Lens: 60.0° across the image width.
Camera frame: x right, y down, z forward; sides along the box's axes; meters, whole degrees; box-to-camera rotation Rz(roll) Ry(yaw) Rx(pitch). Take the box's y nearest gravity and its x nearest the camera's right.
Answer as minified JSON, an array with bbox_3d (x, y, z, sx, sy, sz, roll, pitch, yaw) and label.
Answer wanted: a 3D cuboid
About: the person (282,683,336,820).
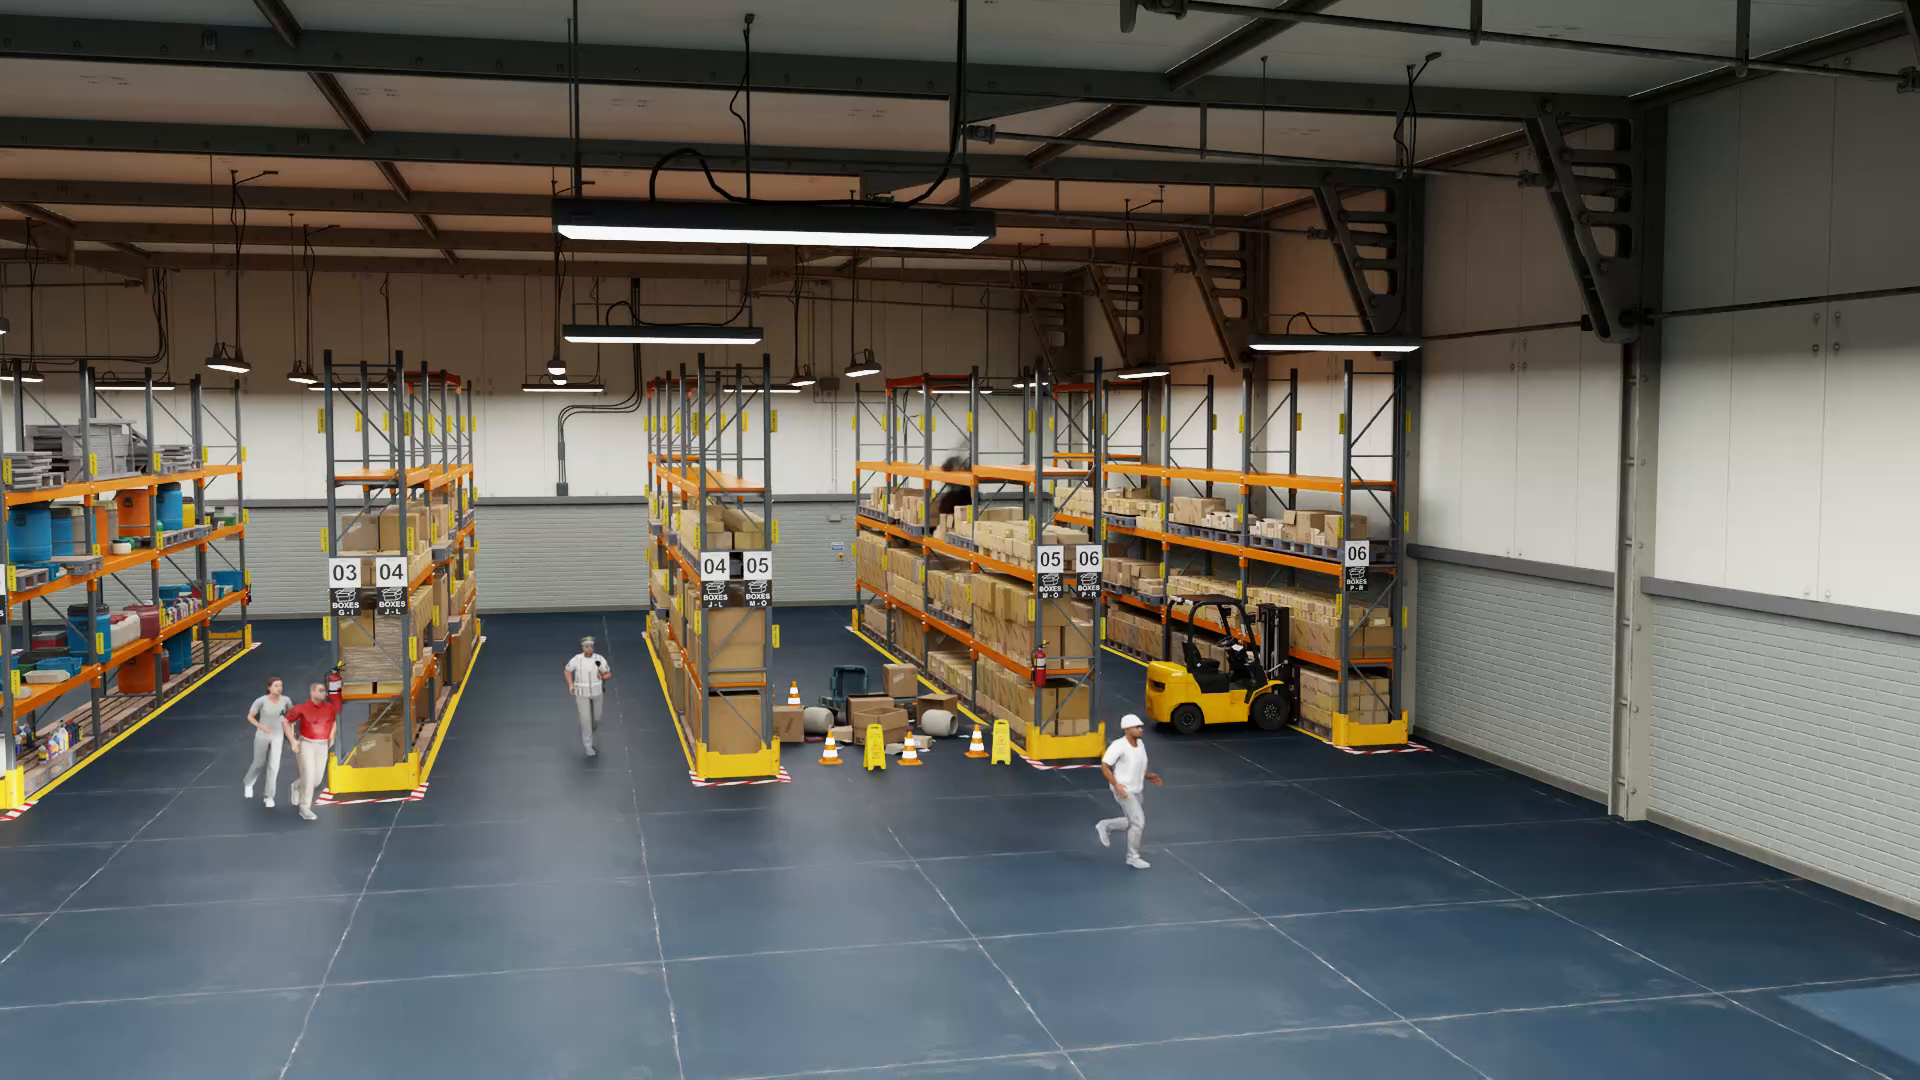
[{"bbox_3d":[-8.357,2.686,21.445,0.780,1.690,0.704,3,5,39],"label":"person"}]

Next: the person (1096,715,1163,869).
[{"bbox_3d":[1.837,2.831,18.923,0.770,1.723,0.683,3,5,36],"label":"person"}]

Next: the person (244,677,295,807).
[{"bbox_3d":[-9.108,2.632,22.050,0.623,1.656,0.872,-3,5,-37],"label":"person"}]

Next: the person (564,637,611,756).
[{"bbox_3d":[-5.647,2.338,25.320,0.668,1.757,0.962,-2,4,-24],"label":"person"}]
